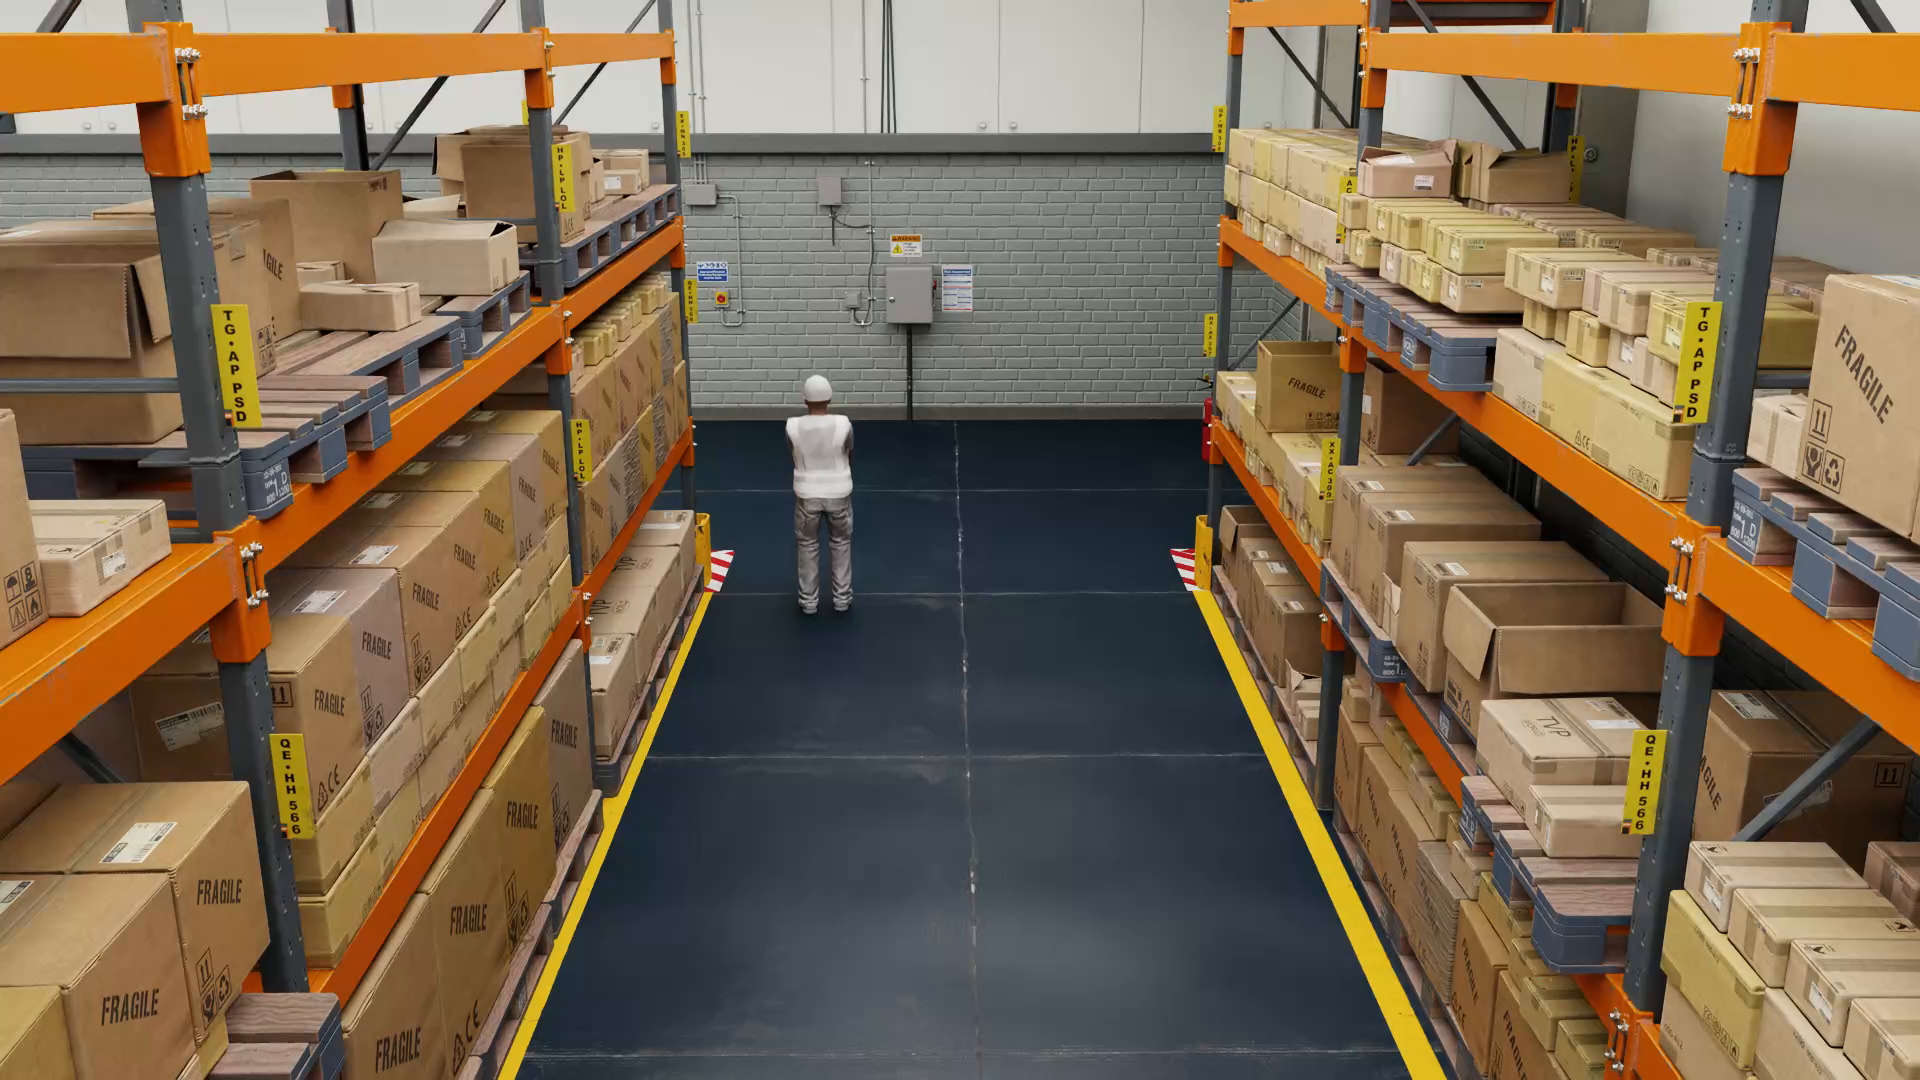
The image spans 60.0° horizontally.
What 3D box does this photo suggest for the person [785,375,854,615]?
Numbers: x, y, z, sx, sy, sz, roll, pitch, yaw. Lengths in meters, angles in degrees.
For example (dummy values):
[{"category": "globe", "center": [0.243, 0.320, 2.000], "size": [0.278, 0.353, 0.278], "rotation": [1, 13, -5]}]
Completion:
[{"category": "person", "center": [-1.013, -0.361, 12.200], "size": [0.488, 1.779, 0.580], "rotation": [-1, 17, -2]}]
